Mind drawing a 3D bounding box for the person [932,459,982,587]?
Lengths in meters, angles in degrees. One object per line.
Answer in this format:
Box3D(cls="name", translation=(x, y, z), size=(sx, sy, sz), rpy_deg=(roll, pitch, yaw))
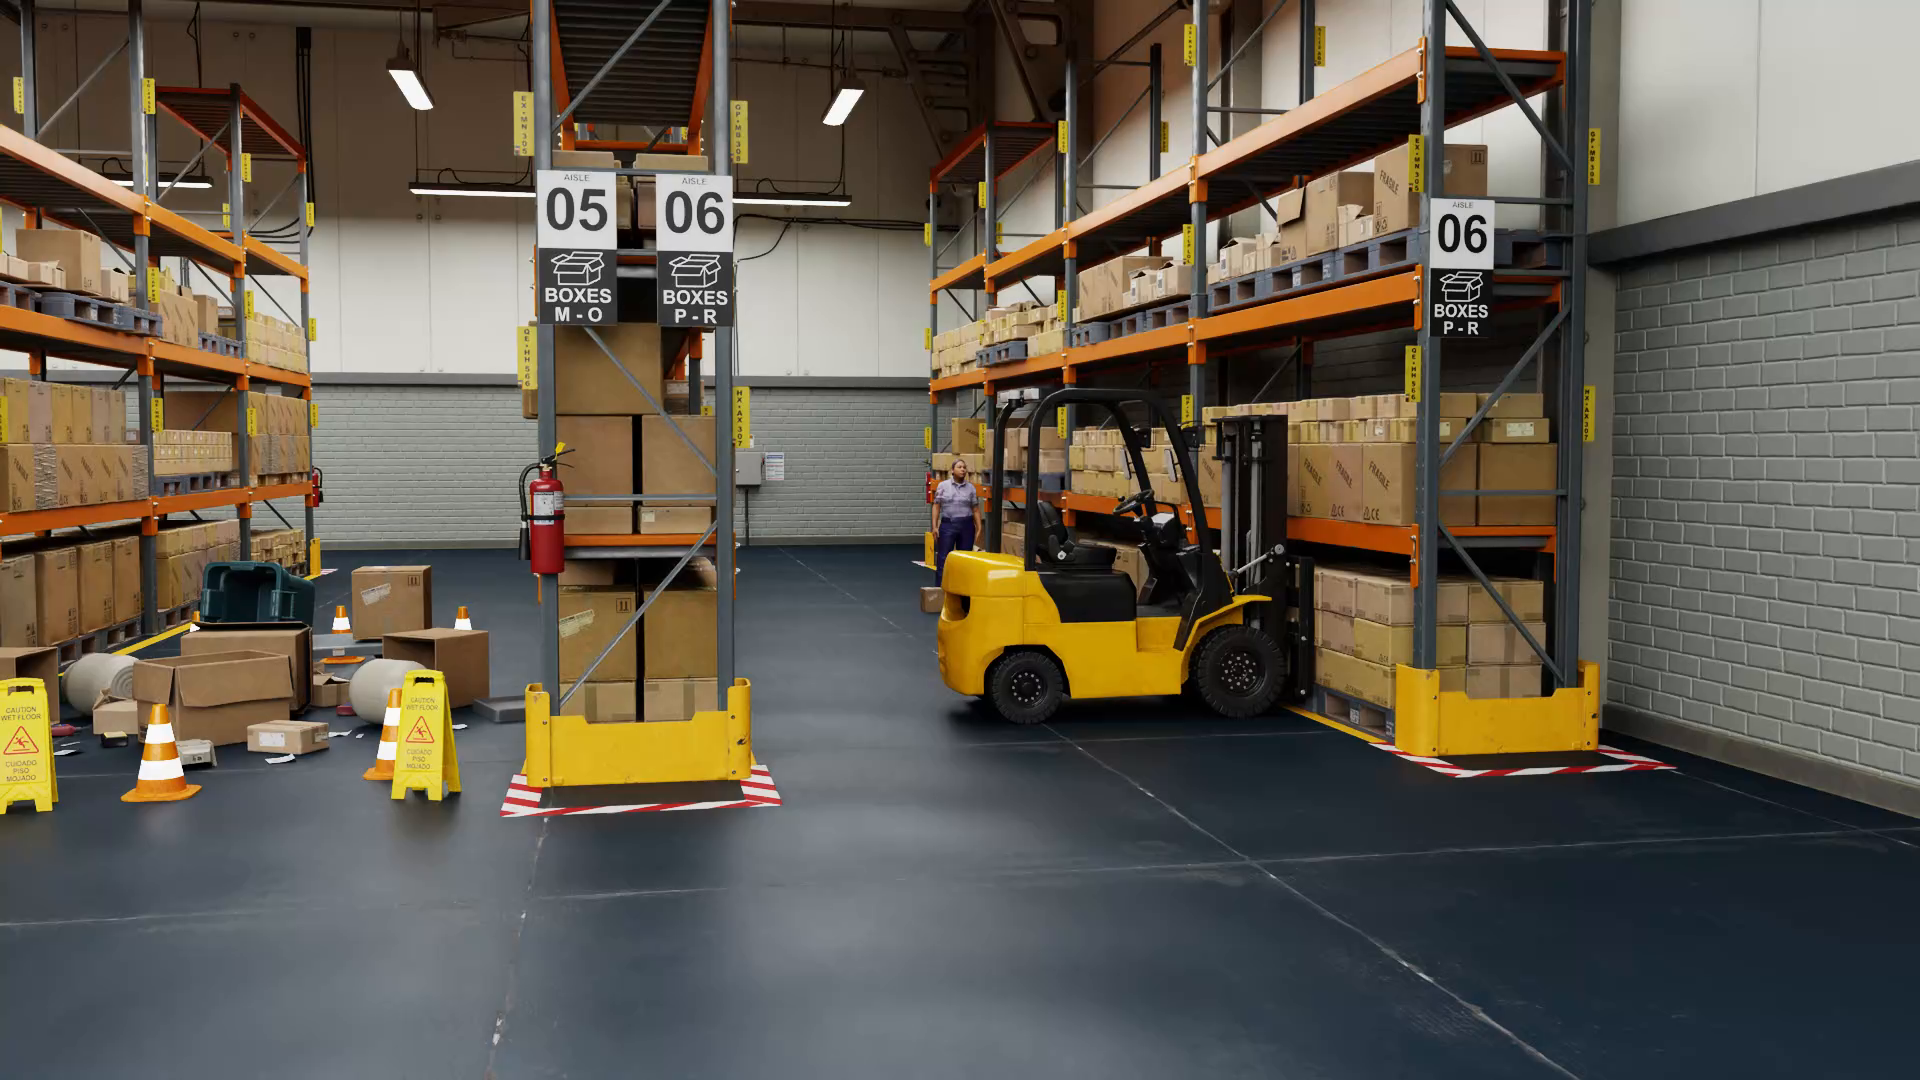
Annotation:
Box3D(cls="person", translation=(-0.037, -0.062, 18.311), size=(0.599, 1.642, 0.503), rpy_deg=(-1, 3, -11))
